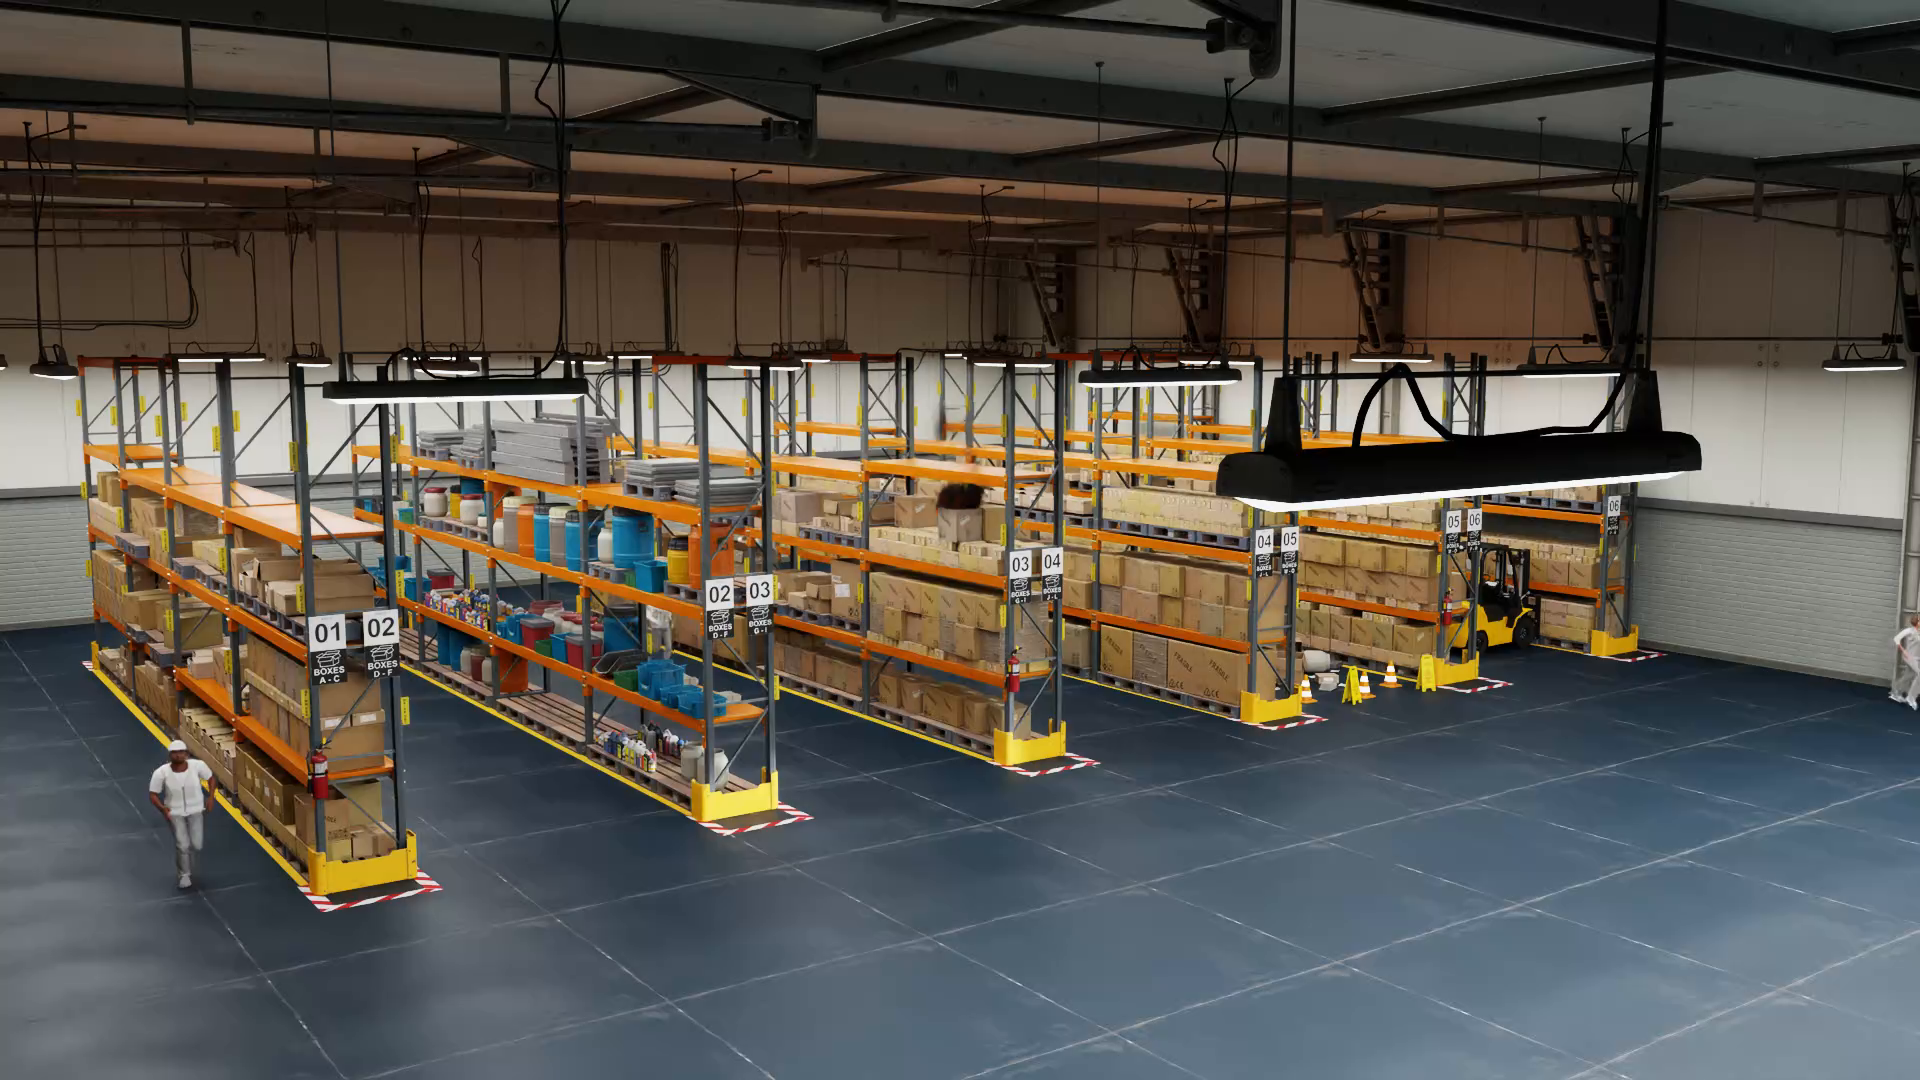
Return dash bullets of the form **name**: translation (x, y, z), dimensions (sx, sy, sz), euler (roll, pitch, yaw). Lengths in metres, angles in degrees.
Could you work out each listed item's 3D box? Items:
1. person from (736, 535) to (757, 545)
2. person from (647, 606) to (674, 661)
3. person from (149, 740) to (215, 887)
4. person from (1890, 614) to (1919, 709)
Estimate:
- **person**: translation (-5.258, 0.537, 40.714), dimensions (0.722, 1.752, 0.914), euler (2, 7, 14)
- **person**: translation (-5.725, 1.672, 31.681), dimensions (0.605, 1.668, 0.840), euler (-6, 9, -39)
- **person**: translation (-9.001, 3.150, 19.287), dimensions (0.713, 1.730, 0.662), euler (-4, 8, -30)
- **person**: translation (16.418, 2.093, 28.634), dimensions (0.506, 1.624, 0.697), euler (-4, 8, -31)
